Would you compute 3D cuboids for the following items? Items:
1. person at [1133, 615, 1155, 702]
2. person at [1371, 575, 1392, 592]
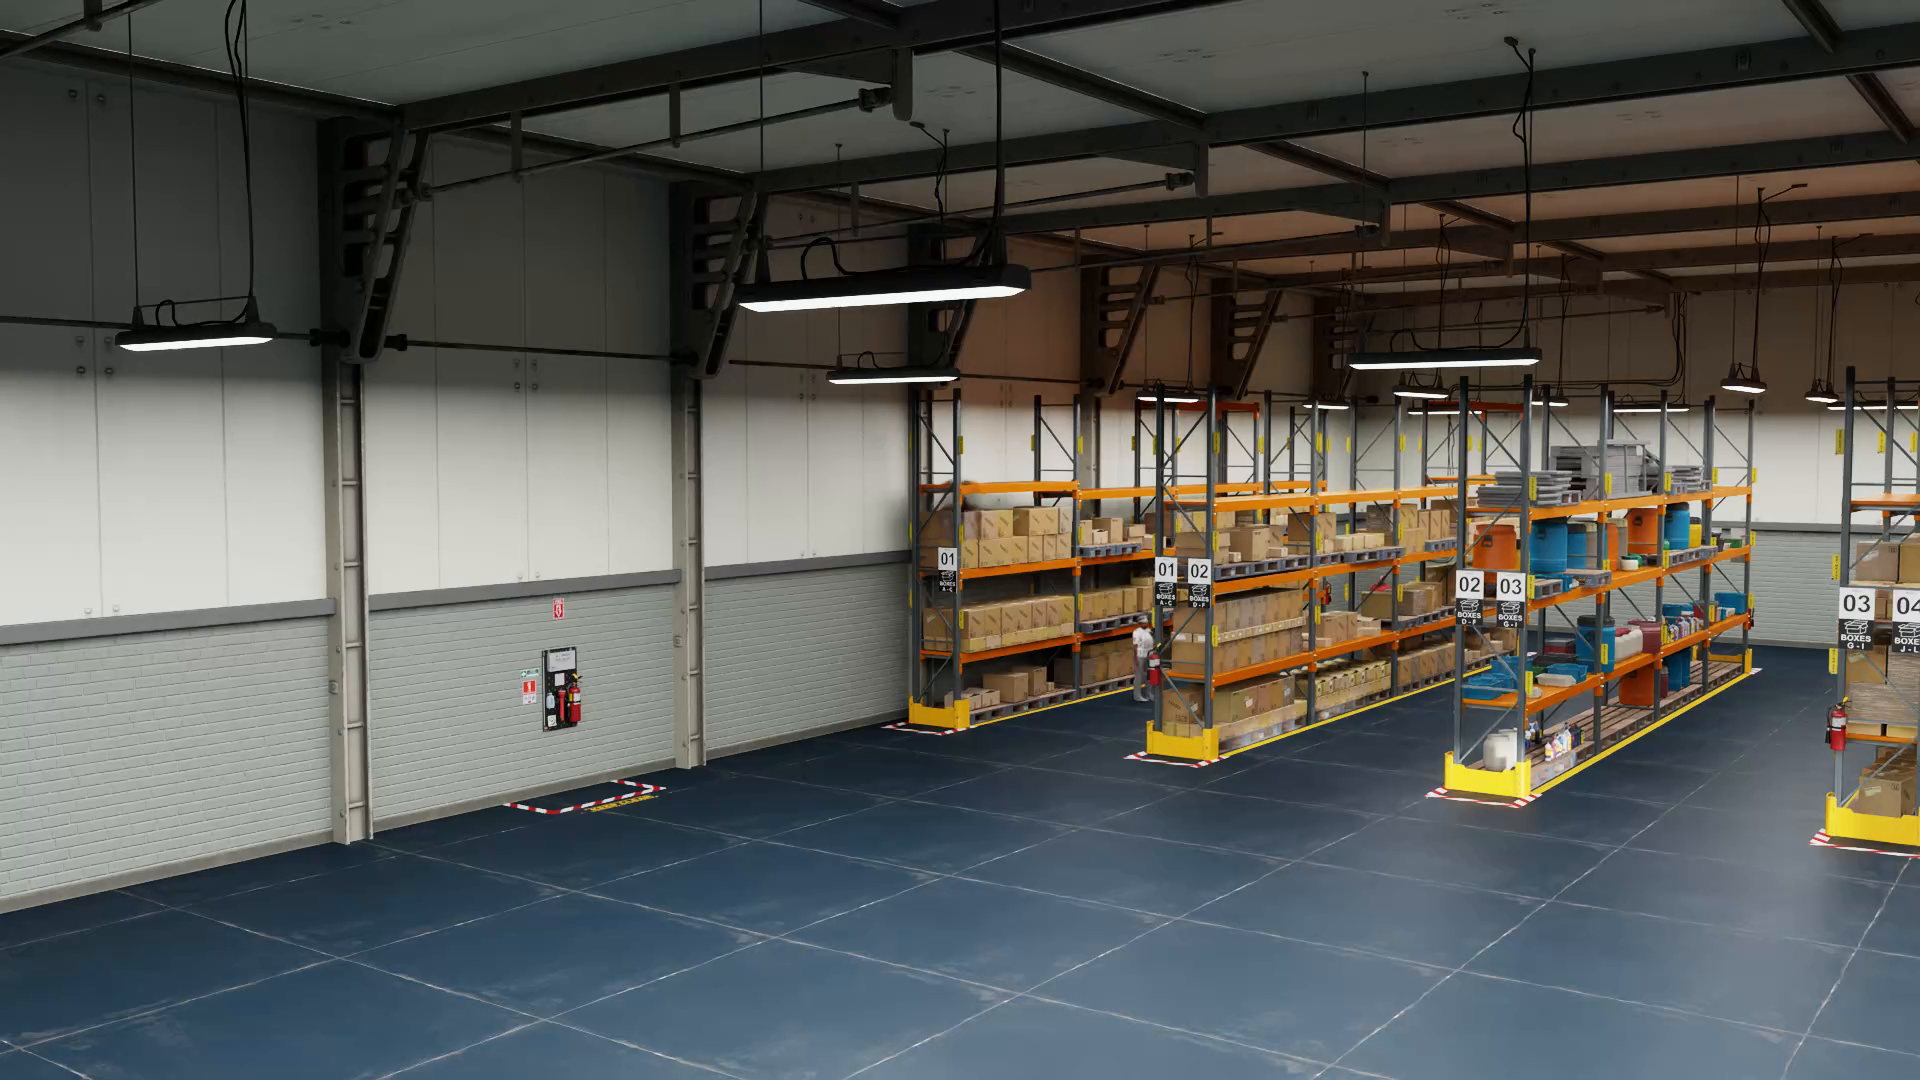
[{"bbox_3d":[3.628,2.319,32.537,0.503,1.686,0.412,-2,4,-33],"label":"person"},{"bbox_3d":[10.730,1.730,42.428,0.586,1.671,1.049,1,4,22],"label":"person"}]
